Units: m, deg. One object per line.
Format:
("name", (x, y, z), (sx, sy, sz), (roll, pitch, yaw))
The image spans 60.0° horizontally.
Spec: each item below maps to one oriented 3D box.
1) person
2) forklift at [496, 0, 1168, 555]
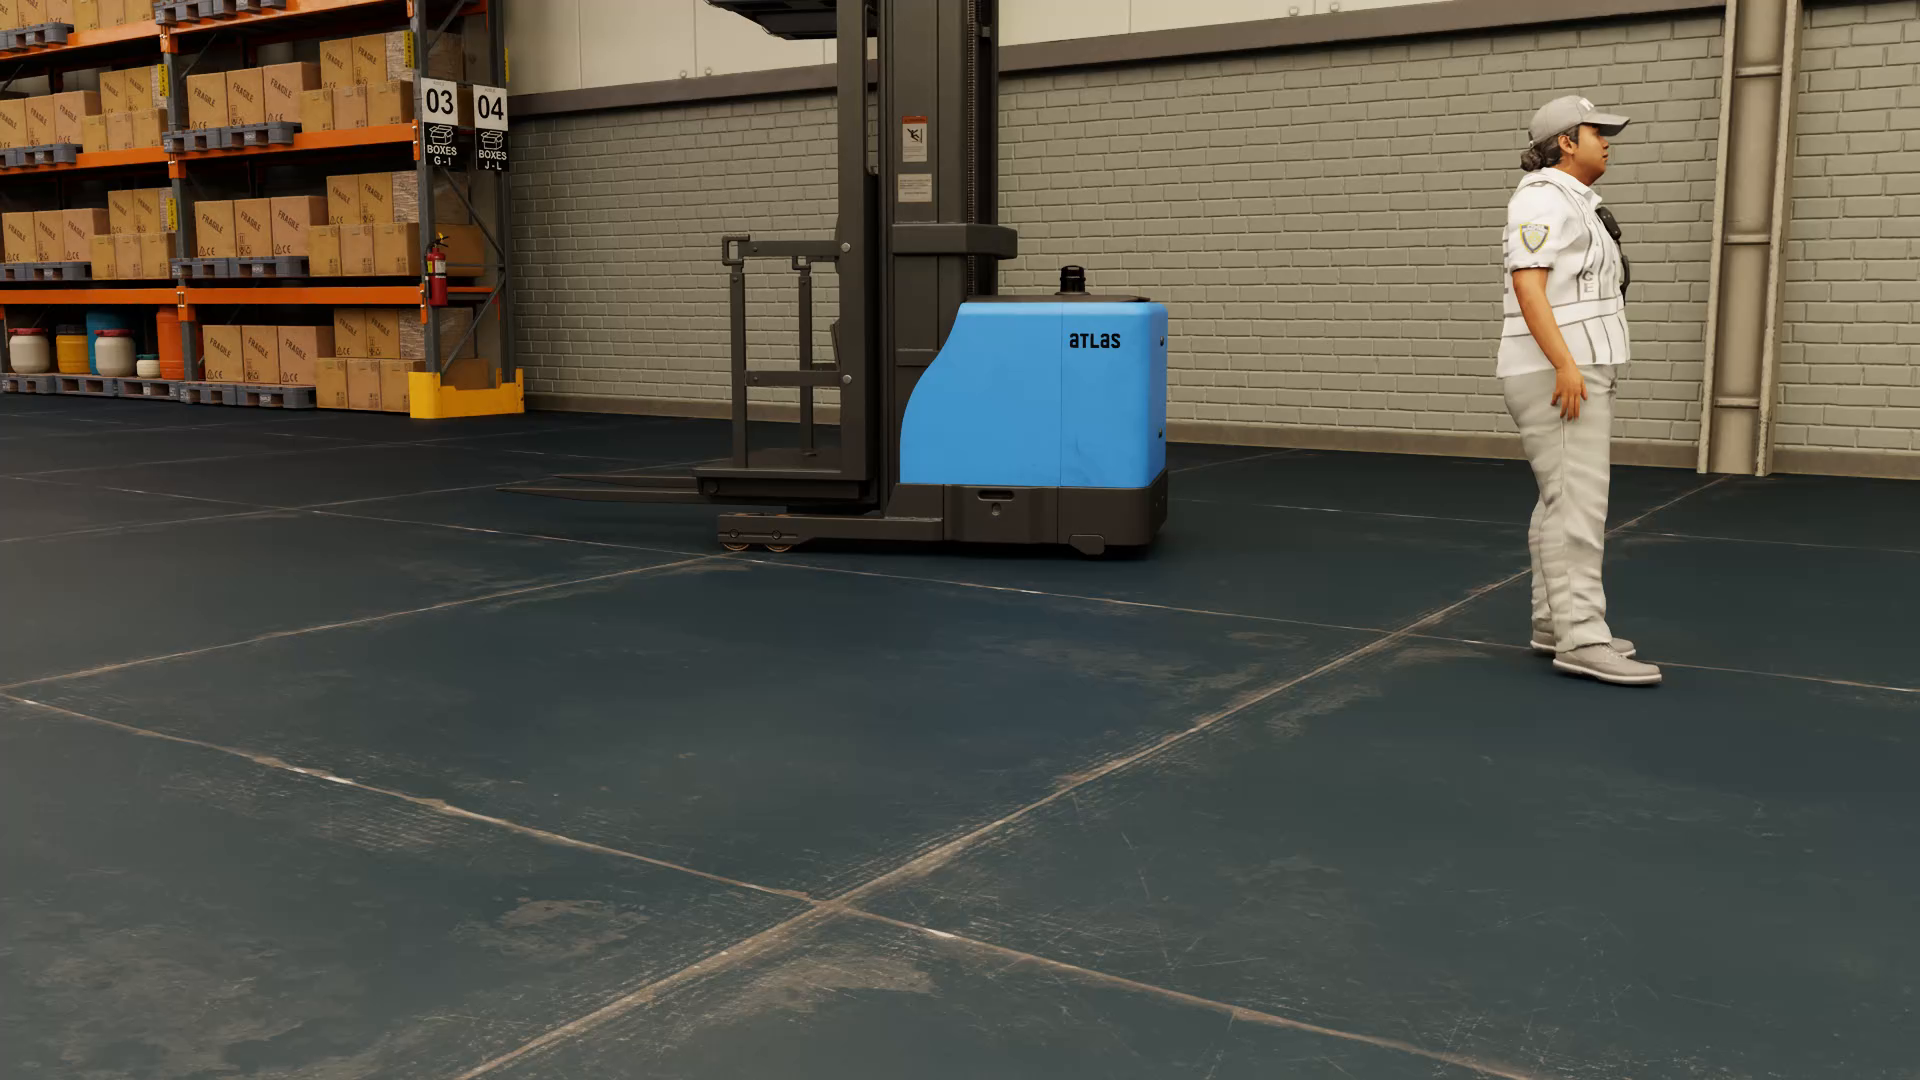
("person", (1.862, -0.465, 4.907), (0.529, 1.670, 0.598), (4, 9, 29))
("forklift", (-0.596, -1.469, 7.520), (3.031, 2.935, 1.130), (2, 8, 12))
